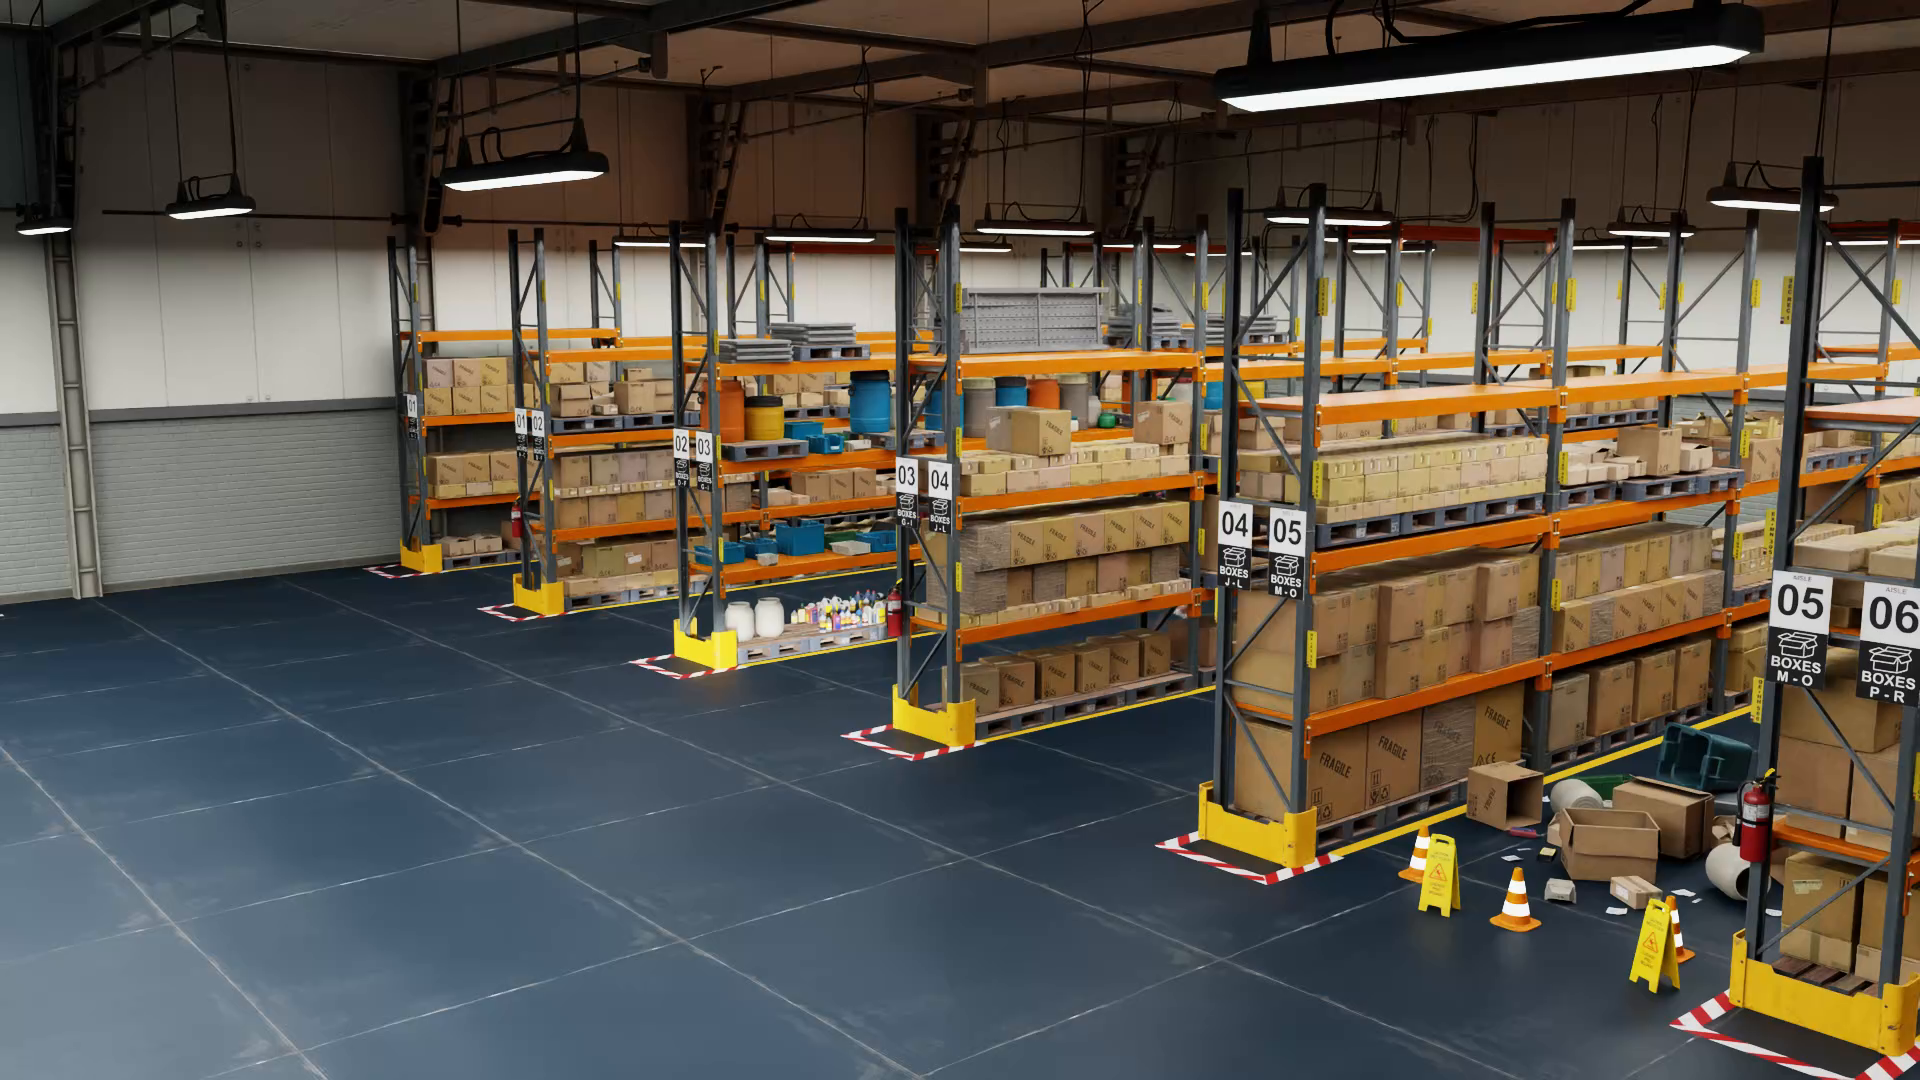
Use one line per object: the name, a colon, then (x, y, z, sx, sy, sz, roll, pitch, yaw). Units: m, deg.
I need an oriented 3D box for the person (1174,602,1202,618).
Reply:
person: (3.404, 0.405, 24.672, 0.632, 1.496, 0.505, -7, 11, -39)
